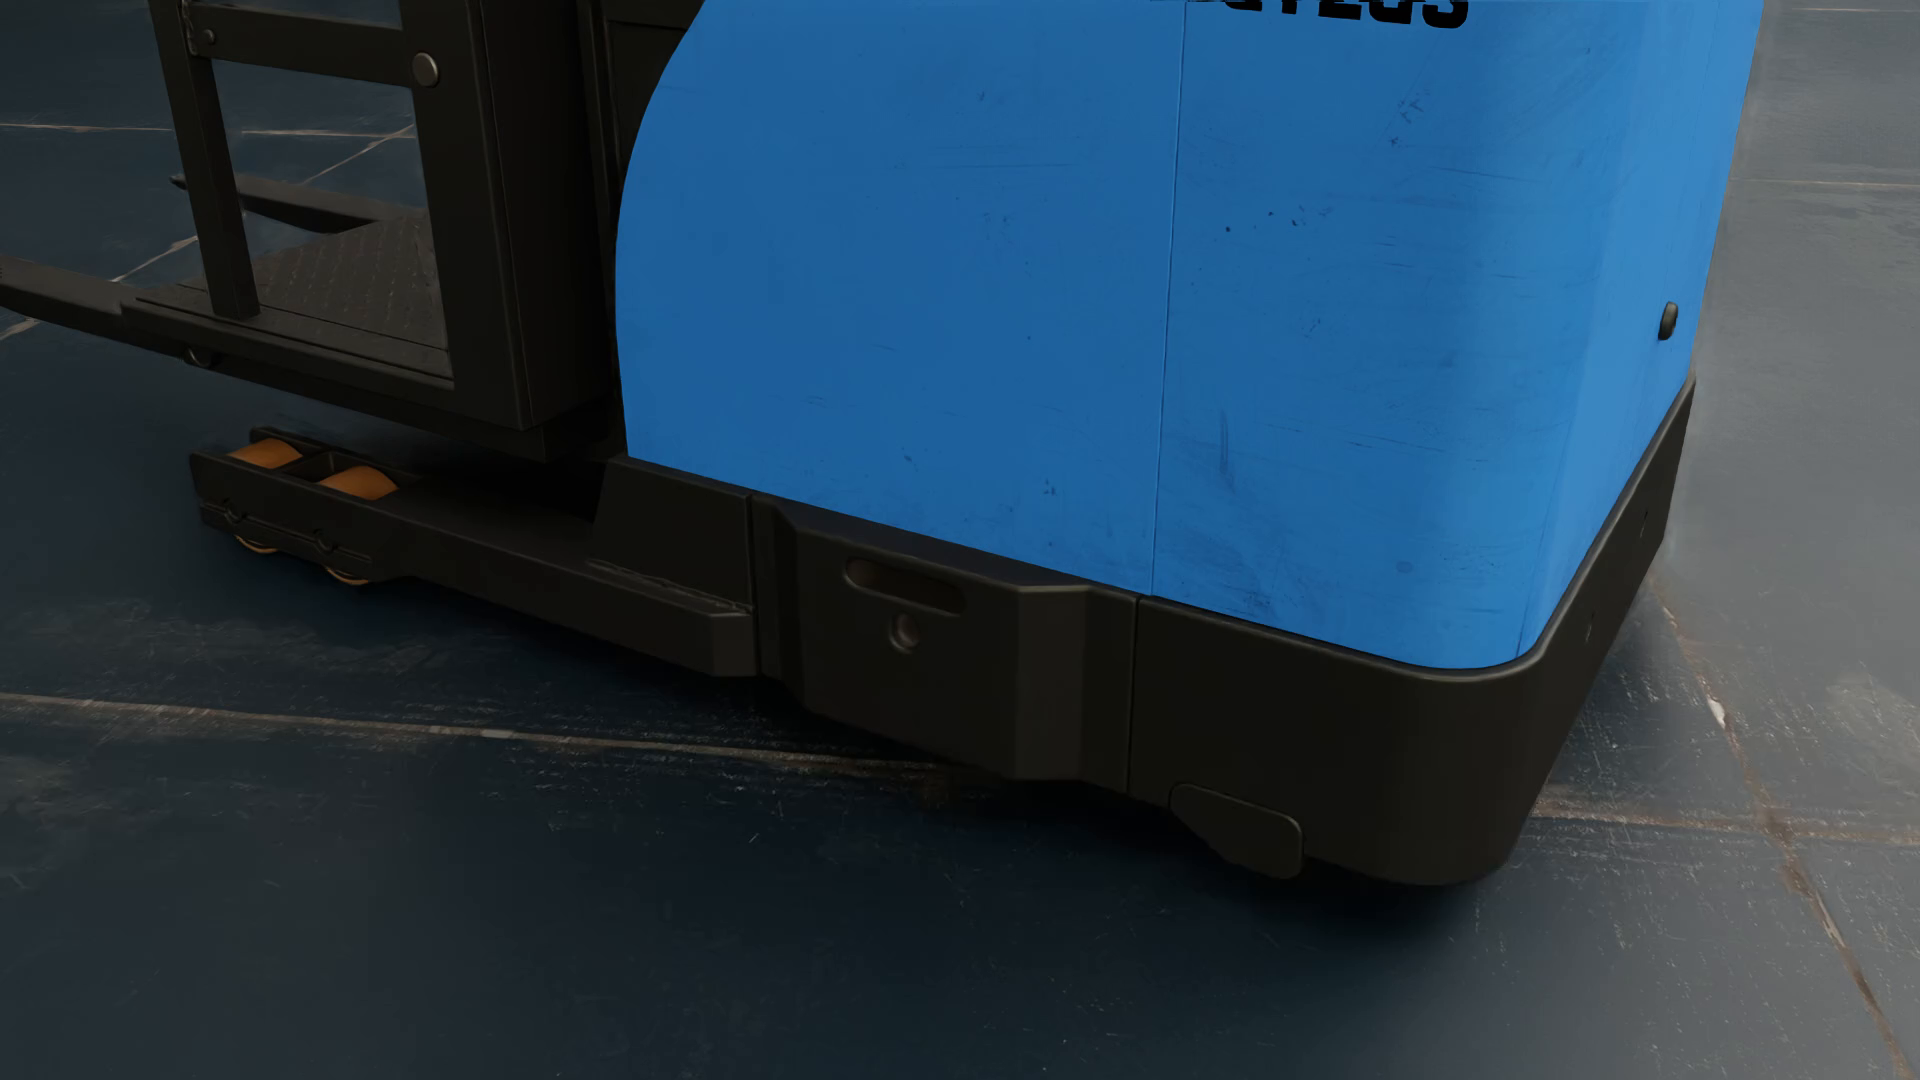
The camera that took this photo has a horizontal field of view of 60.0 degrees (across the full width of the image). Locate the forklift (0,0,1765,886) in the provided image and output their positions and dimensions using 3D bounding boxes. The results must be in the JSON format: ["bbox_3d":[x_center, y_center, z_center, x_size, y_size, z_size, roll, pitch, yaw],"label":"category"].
[{"bbox_3d":[-0.528,-1.433,2.089,3.031,2.935,1.130,15,30,27],"label":"forklift"}]
